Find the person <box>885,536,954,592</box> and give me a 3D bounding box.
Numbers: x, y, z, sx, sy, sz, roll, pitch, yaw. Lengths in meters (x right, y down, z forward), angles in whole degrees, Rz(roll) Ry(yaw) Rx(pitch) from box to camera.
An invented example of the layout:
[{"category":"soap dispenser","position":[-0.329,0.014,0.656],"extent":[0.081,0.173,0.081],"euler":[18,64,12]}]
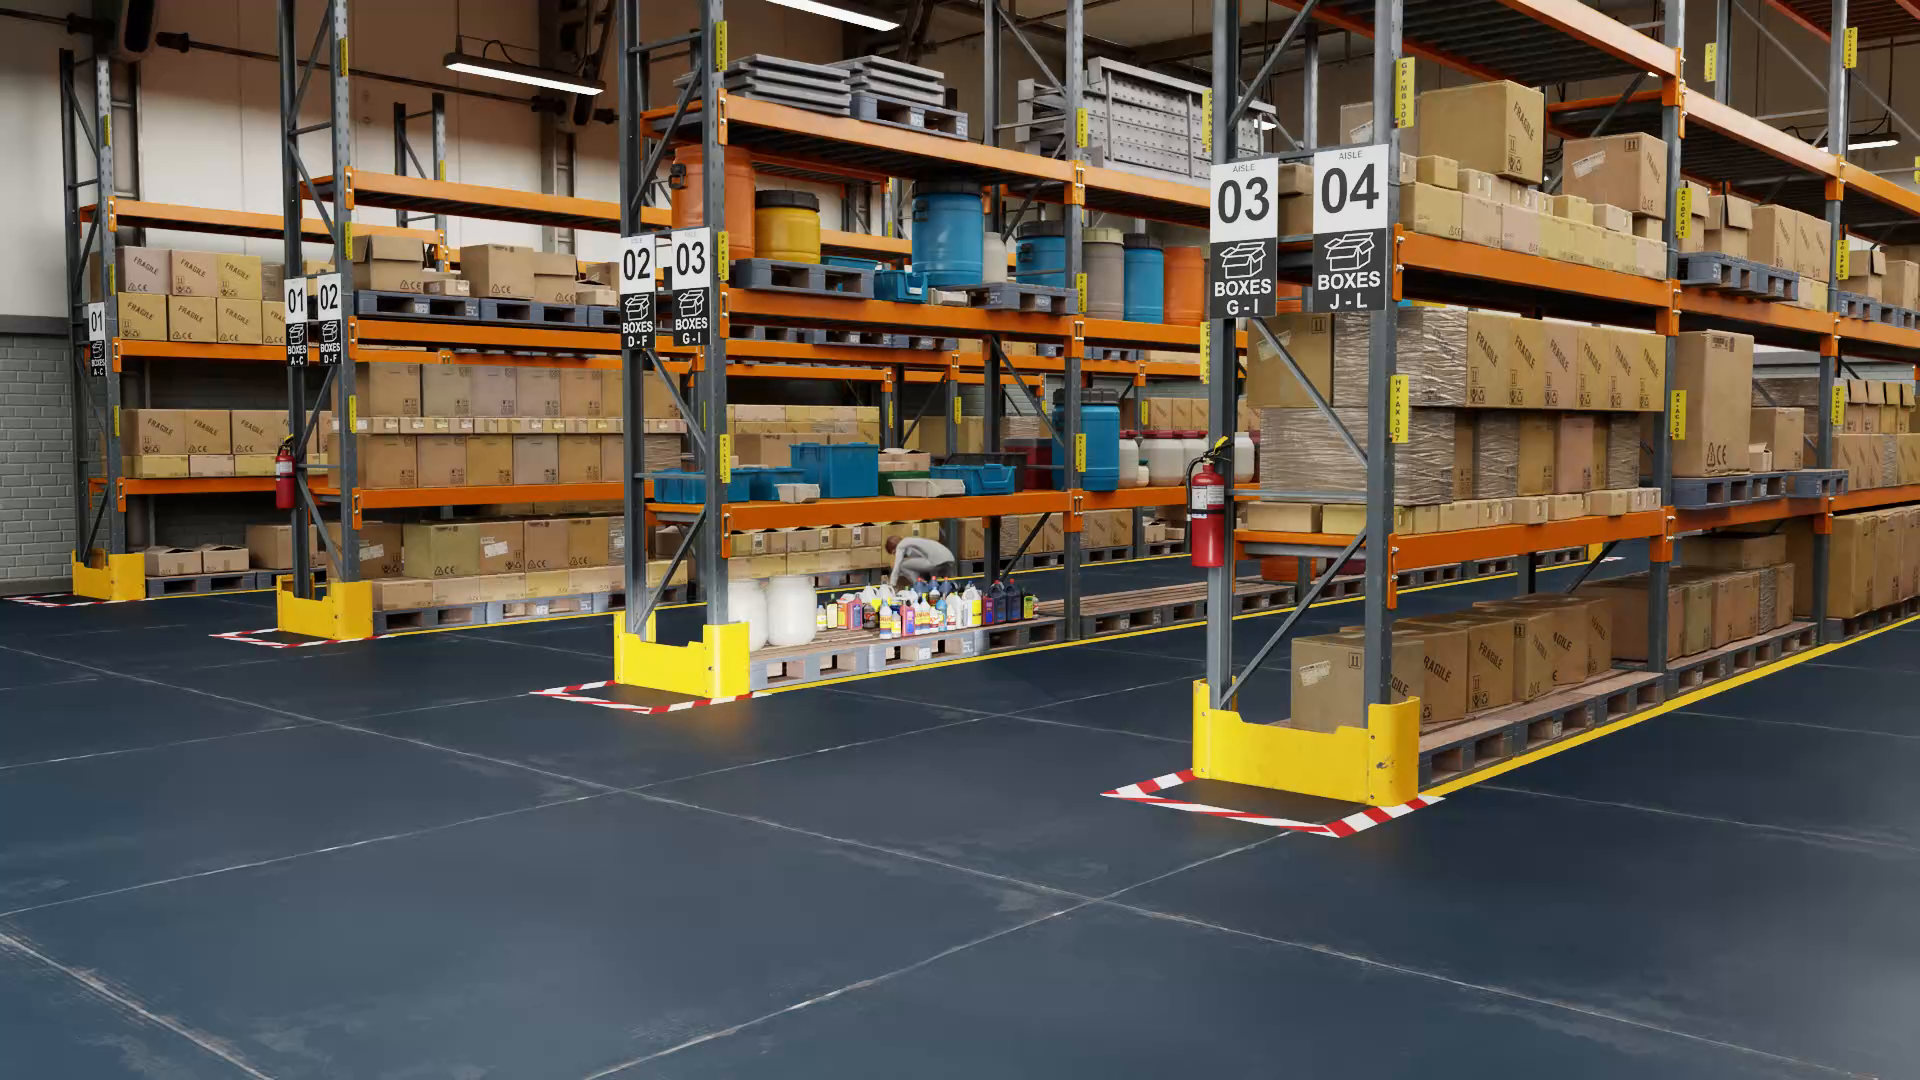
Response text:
[{"category":"person","position":[-0.447,0.330,17.968],"extent":[0.854,0.699,0.422],"euler":[3,5,40]}]
